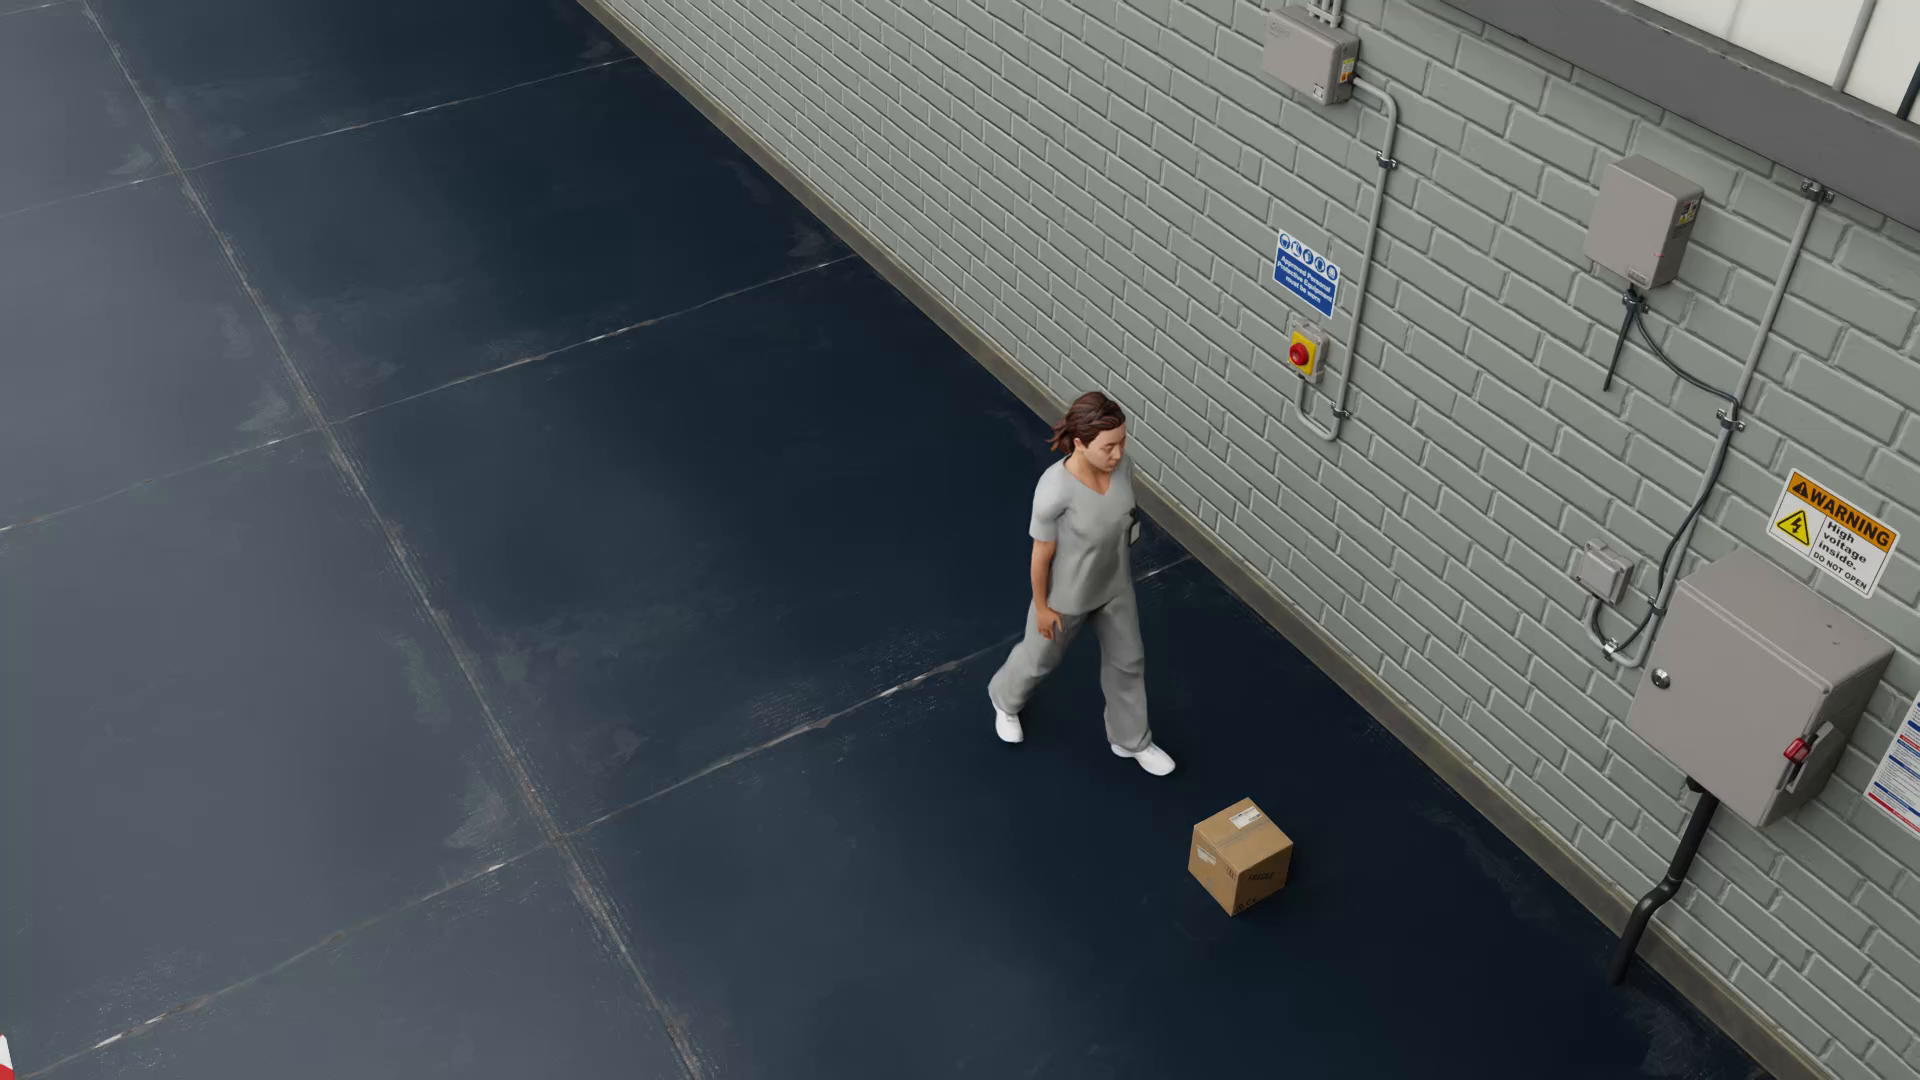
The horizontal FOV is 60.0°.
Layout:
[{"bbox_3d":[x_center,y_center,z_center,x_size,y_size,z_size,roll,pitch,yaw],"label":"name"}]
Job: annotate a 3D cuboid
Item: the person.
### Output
[{"bbox_3d":[0.444,0.174,5.958,0.470,1.664,0.759,-26,47,-27],"label":"person"}]
